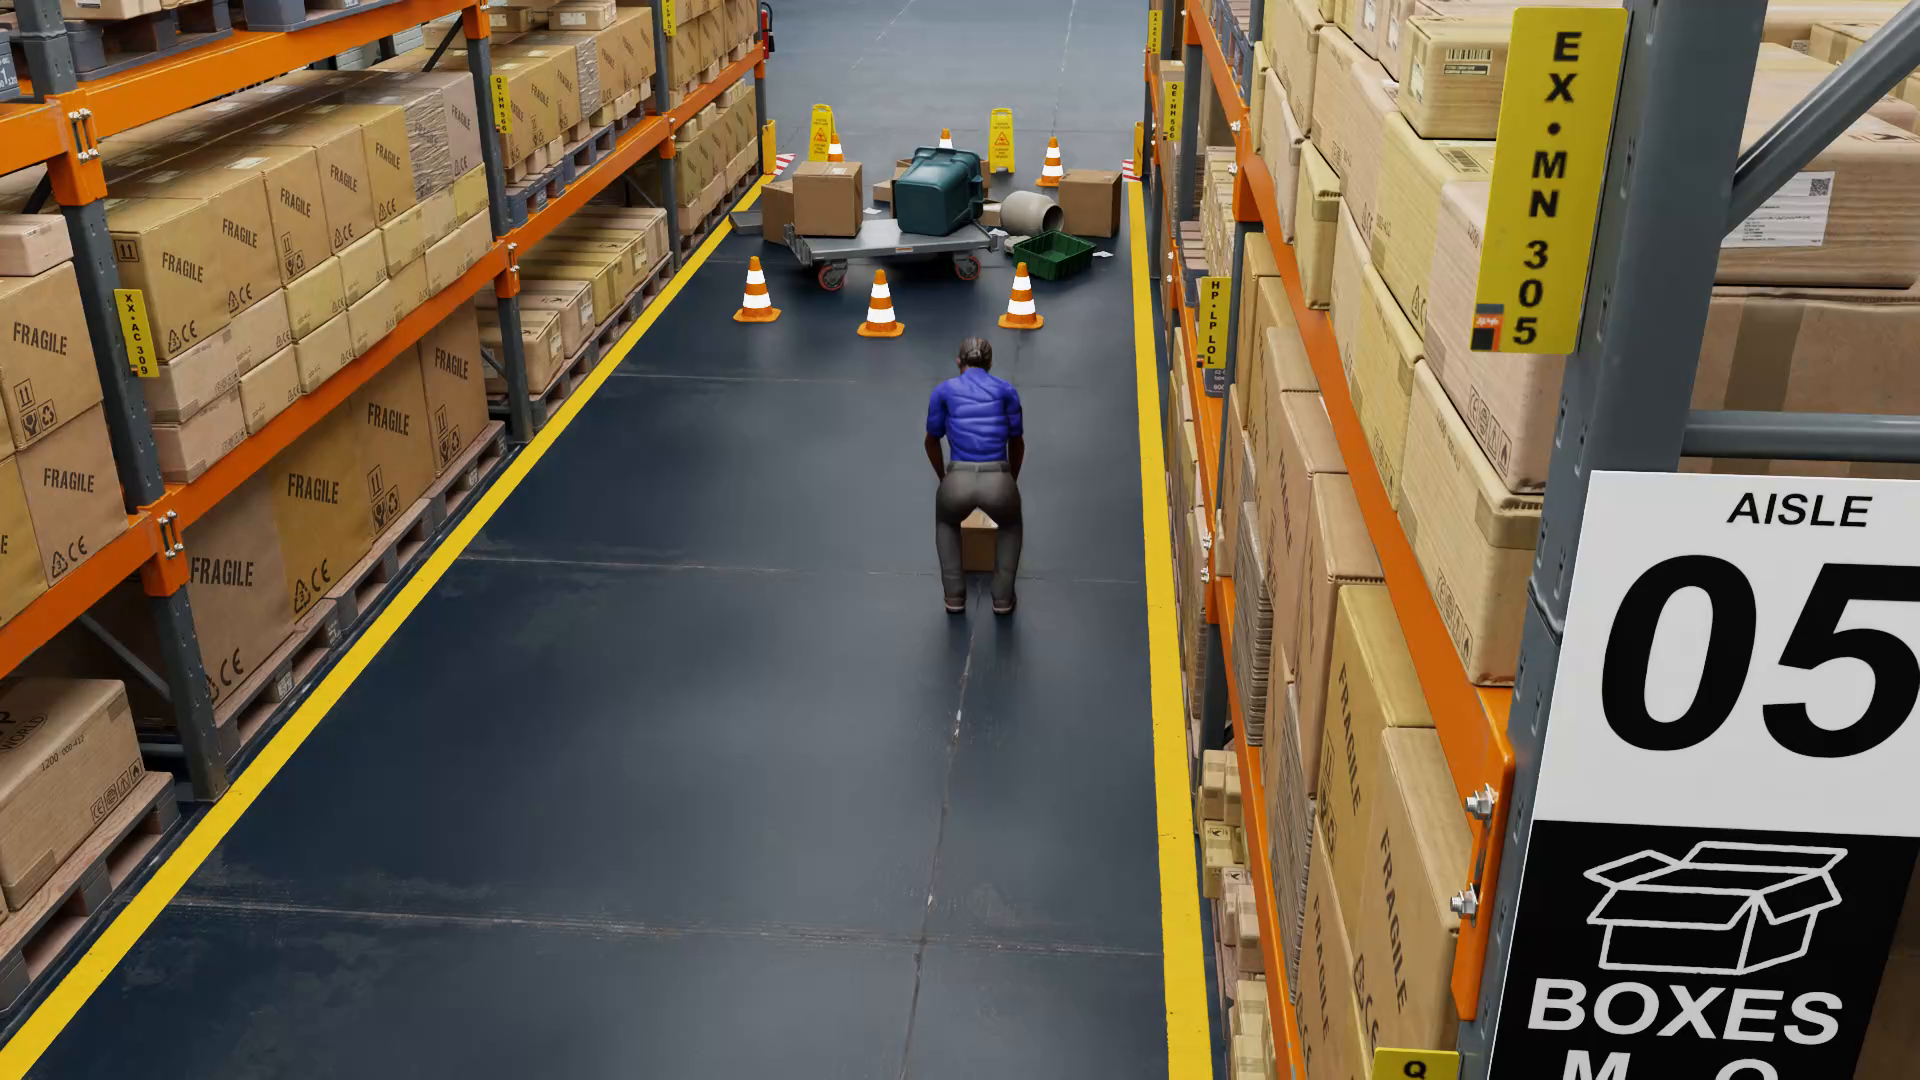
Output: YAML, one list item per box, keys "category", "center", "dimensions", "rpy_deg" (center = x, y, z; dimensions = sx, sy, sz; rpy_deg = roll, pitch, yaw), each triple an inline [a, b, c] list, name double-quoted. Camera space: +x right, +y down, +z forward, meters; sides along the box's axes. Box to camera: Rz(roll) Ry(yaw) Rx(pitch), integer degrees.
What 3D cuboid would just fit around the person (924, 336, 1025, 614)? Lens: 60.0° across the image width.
- category: "person"
  center: [0.063, -0.295, 8.189]
  dimensions: [0.497, 1.303, 0.669]
  rpy_deg: [2, 25, 4]
